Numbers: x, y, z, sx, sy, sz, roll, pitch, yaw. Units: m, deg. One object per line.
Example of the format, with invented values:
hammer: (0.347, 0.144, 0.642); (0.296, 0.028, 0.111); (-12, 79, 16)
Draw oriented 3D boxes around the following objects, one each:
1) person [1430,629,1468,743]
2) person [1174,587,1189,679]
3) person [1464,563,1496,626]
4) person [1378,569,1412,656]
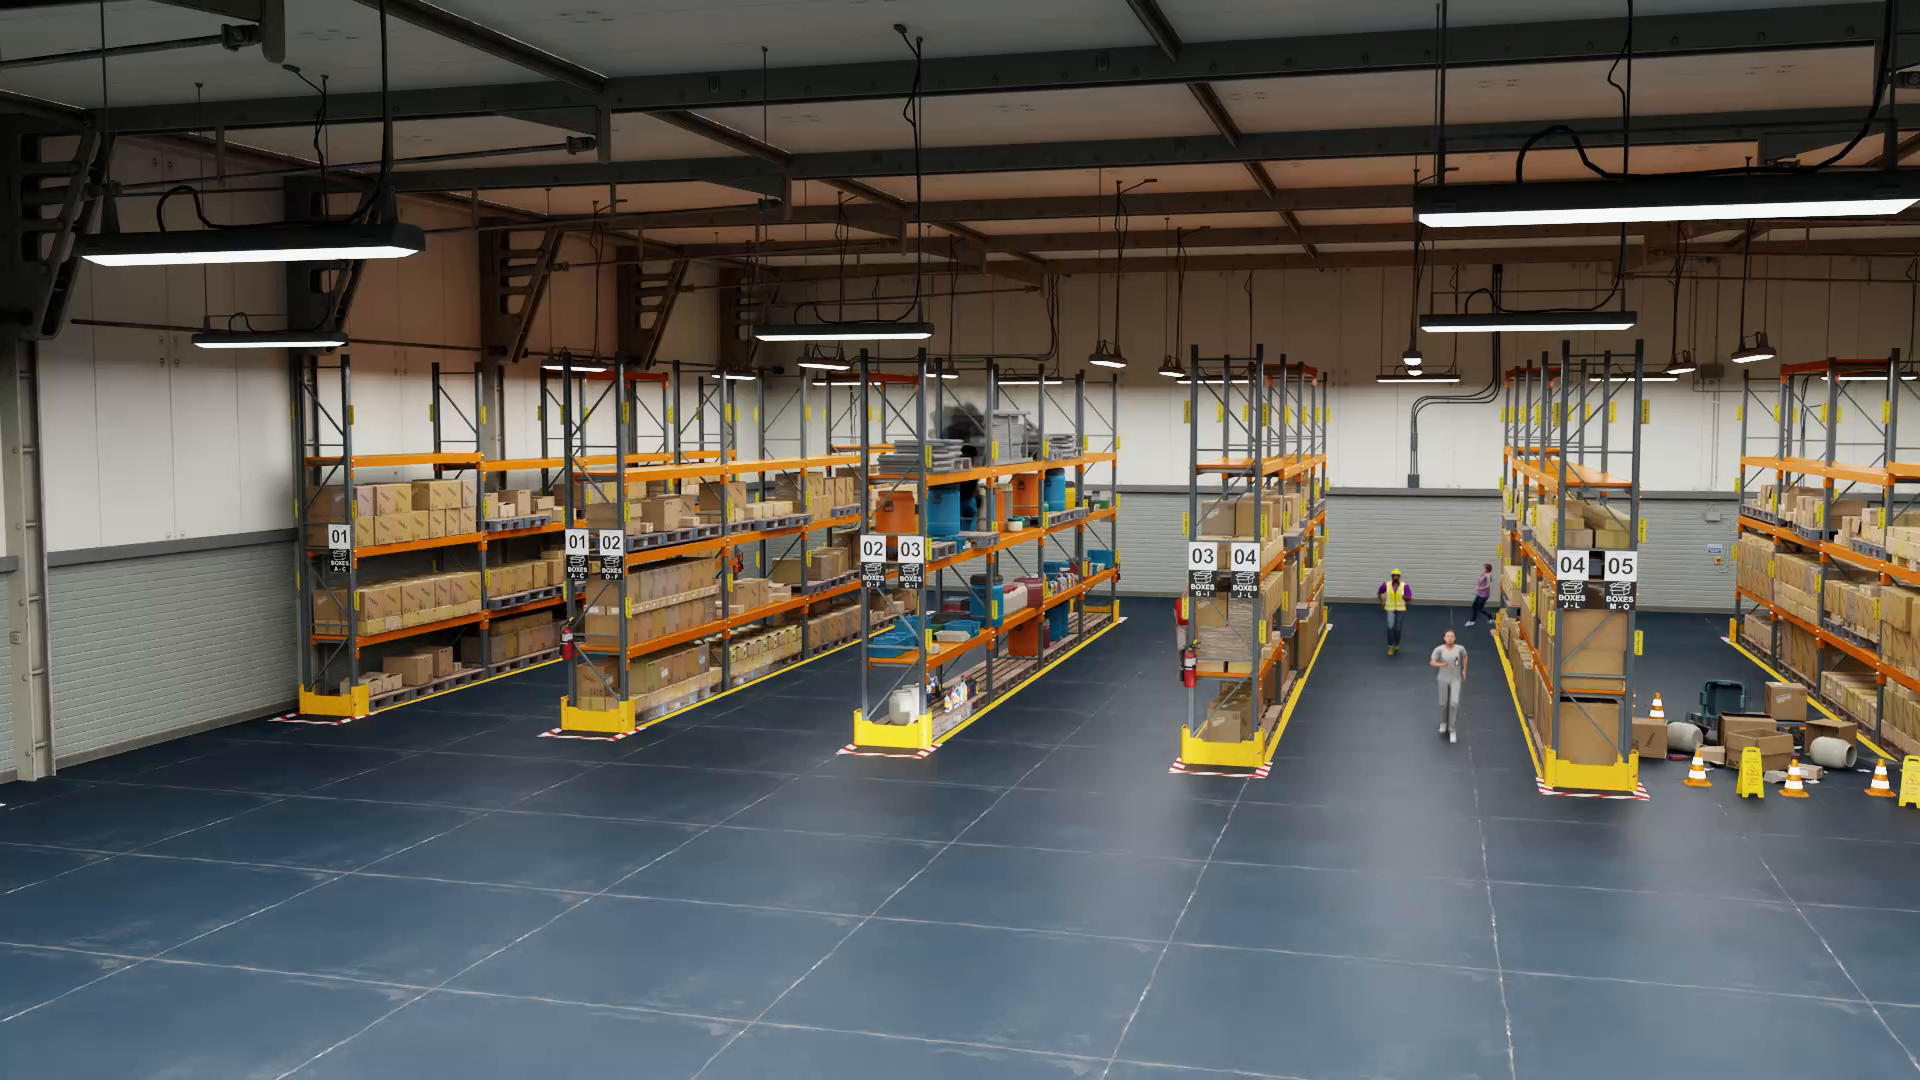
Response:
person: (7.577, 2.221, 25.794); (0.566, 1.721, 0.831); (1, 4, 14)
person: (4.359, 1.787, 31.768); (0.624, 1.806, 0.781); (1, 4, 15)
person: (12.303, 1.302, 39.201); (0.725, 1.543, 0.625); (1, 4, 9)
person: (9.109, 1.517, 34.824); (0.675, 1.830, 0.722); (1, 4, 9)
